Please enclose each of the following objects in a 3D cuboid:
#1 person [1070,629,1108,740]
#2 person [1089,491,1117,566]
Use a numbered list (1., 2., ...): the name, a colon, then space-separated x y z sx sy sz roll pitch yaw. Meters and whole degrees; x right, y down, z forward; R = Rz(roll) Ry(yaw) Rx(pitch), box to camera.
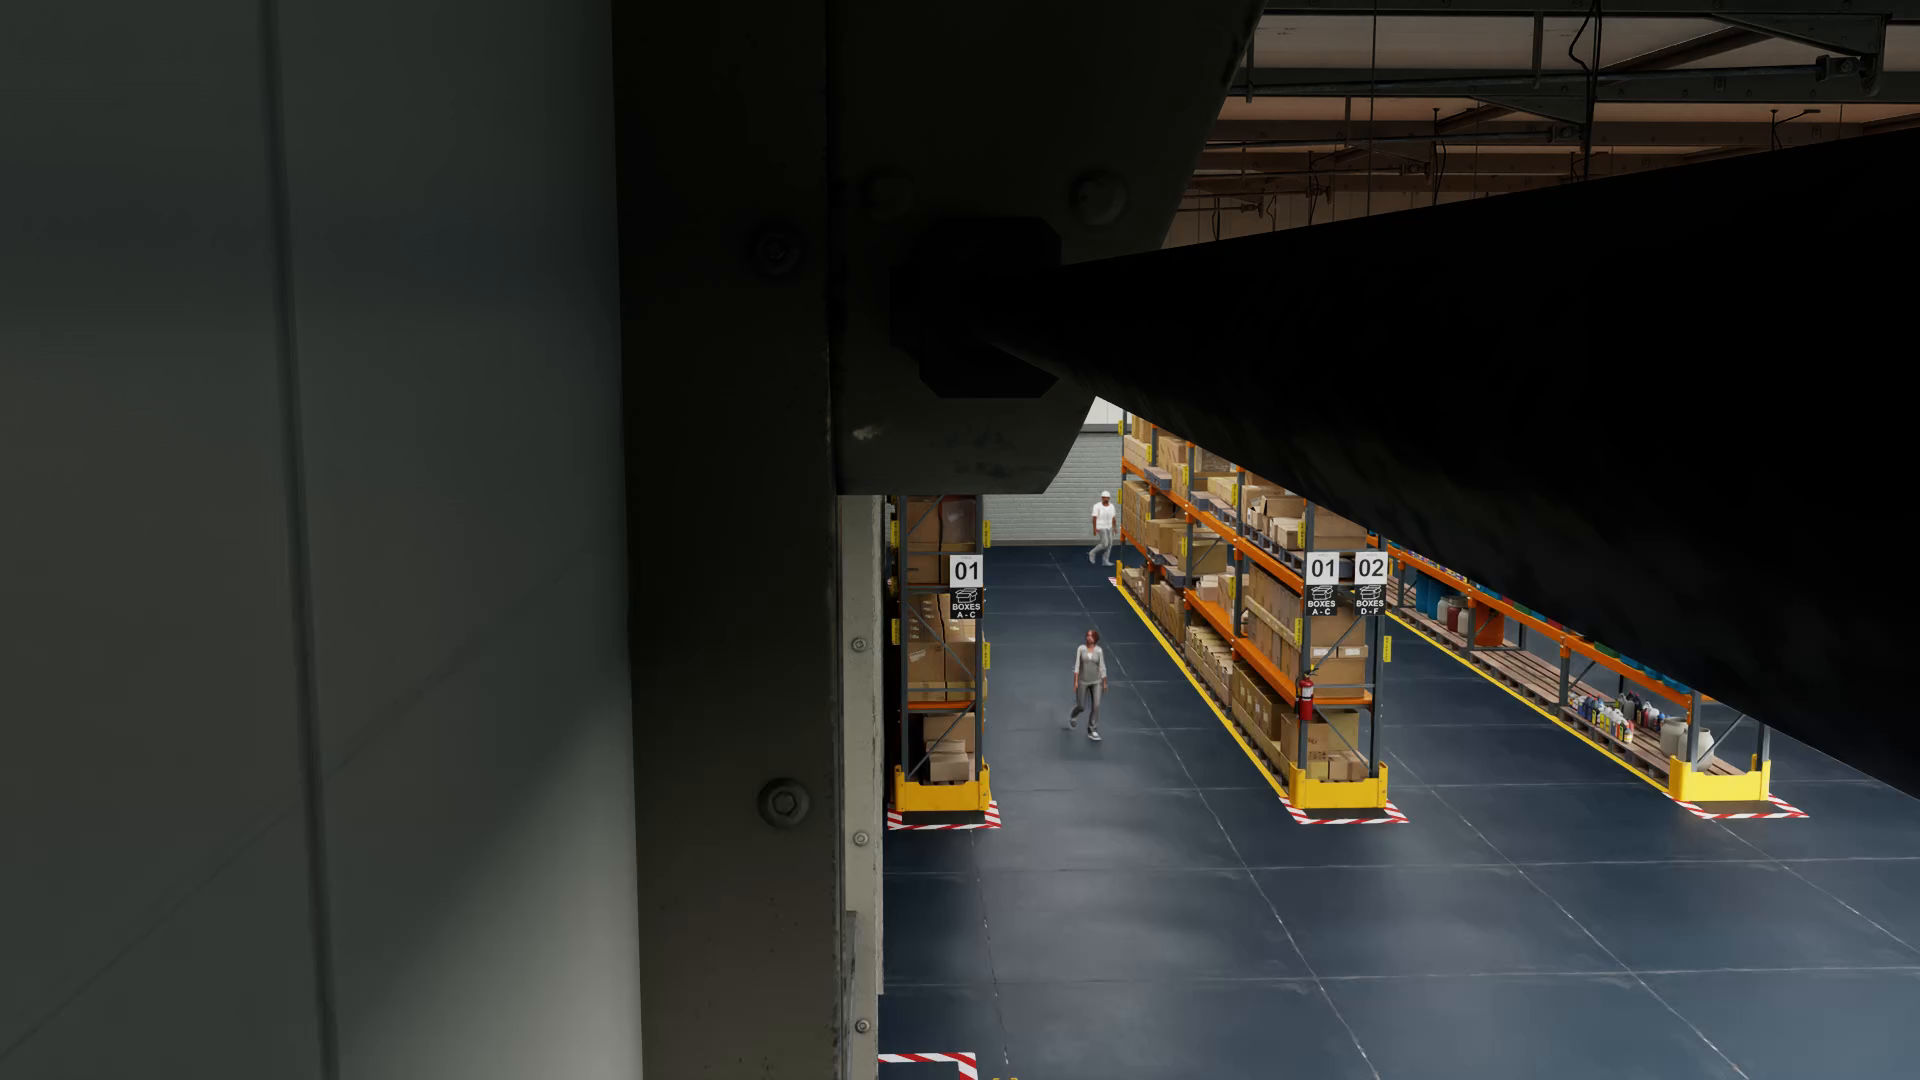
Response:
1. person: 1.840 2.051 23.875 0.494 1.556 0.669 -2 9 -16
2. person: 3.353 -0.277 38.817 0.566 1.756 0.548 7 11 38
